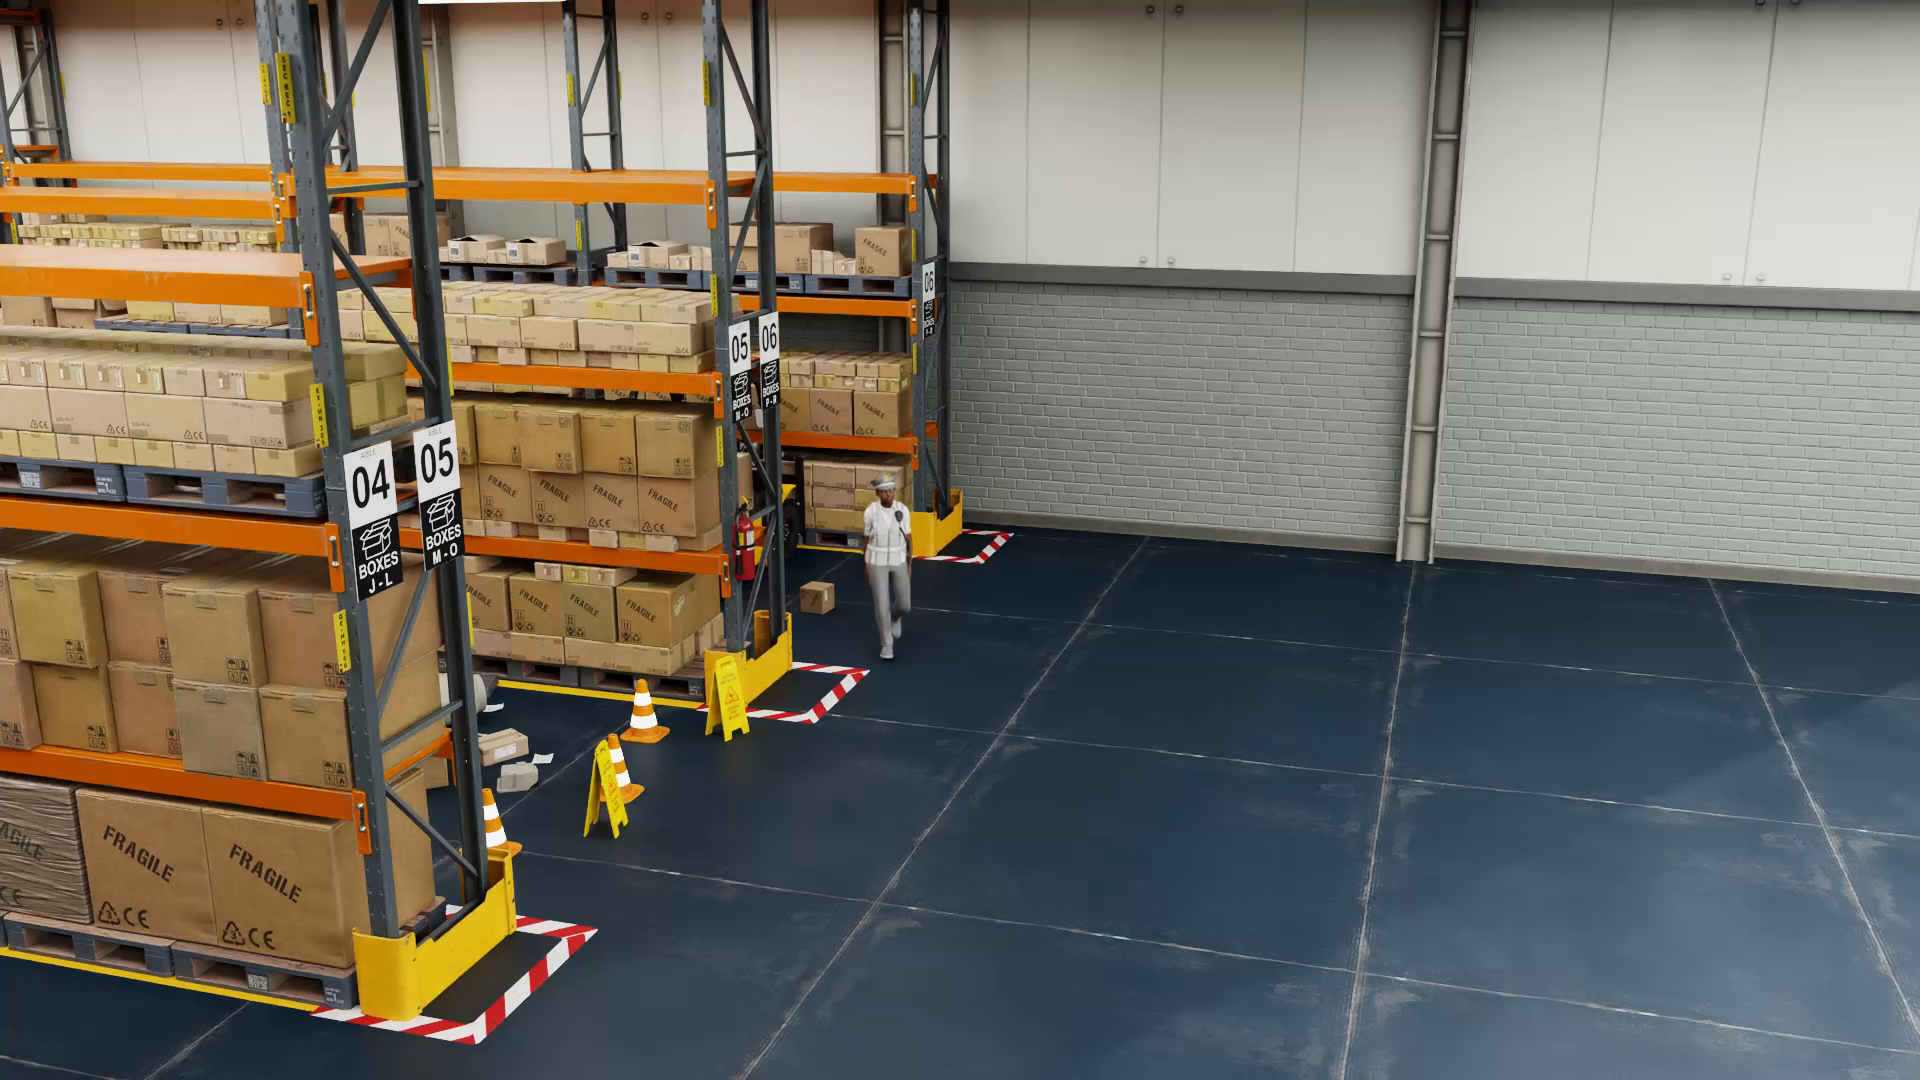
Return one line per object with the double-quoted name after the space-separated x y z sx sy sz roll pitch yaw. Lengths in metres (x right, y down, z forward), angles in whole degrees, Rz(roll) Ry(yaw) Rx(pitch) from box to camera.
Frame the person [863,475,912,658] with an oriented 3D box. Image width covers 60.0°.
-0.655 0.200 15.086 0.445 1.671 0.605 -2 15 -9 "person"
